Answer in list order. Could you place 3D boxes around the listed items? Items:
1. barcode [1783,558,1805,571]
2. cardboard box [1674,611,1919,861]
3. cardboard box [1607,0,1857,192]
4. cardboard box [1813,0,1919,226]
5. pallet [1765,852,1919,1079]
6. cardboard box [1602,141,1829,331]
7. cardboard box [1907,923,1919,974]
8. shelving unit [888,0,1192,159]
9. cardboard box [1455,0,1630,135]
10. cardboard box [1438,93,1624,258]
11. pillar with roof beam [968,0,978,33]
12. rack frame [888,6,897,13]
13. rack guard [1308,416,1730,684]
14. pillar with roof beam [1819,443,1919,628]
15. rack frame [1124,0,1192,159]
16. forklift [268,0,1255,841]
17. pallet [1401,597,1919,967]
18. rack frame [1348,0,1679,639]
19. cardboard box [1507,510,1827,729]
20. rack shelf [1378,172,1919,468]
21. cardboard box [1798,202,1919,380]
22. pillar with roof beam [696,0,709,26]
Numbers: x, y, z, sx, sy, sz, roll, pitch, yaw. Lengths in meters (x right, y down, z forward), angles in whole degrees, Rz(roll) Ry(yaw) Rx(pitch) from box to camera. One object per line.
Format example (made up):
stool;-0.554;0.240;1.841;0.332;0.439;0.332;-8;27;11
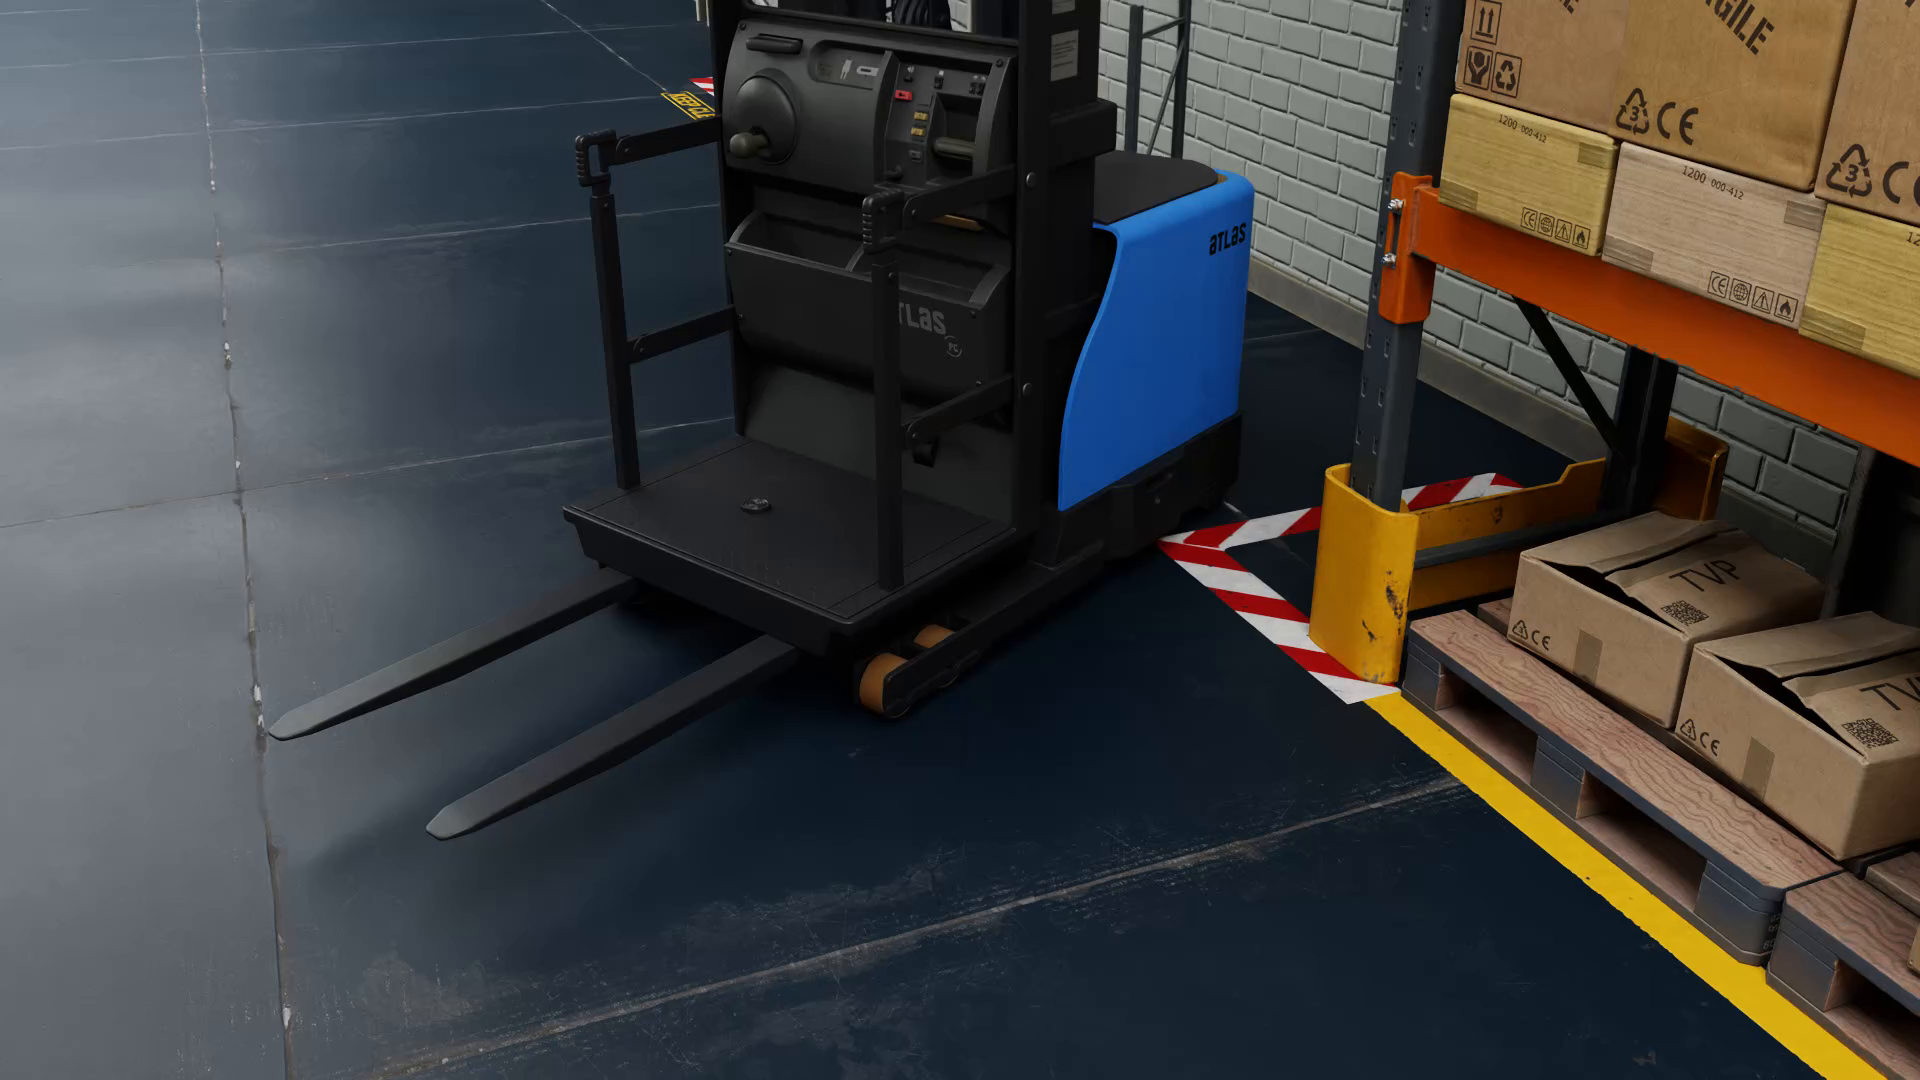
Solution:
barcode;2.102;0.087;4.205;0.001;0.075;0.075;-11;28;-21
cardboard box;1.950;0.383;3.610;0.500;0.311;0.500;-8;27;-16
cardboard box;1.634;-0.985;3.143;0.500;0.500;0.500;-10;28;-20
cardboard box;1.830;-0.776;2.713;0.500;0.500;0.500;-12;28;-22
pallet;2.328;0.957;3.049;1.003;0.211;1.213;-11;28;-21
cardboard box;1.654;-0.635;3.280;0.500;0.250;0.500;-11;28;-22
cardboard box;2.192;0.603;2.944;0.700;0.500;0.500;-12;29;-24
shelving unit;0.223;-1.240;6.080;1.048;1.500;0.538;13;29;24
cardboard box;1.449;-1.187;3.555;0.500;0.500;0.500;-11;28;-21
cardboard box;1.438;-0.842;3.705;0.500;0.250;0.500;-11;28;-22
pillar with roof beam;-3.702;-5.397;6.047;9.100;9.000;0.400;-11;28;-21
rack frame;-0.228;-1.342;6.289;0.032;1.500;0.500;13;29;24
rack guard;1.569;0.002;4.677;1.175;0.500;0.348;-11;28;-21
pillar with roof beam;-1.352;-2.975;1.086;9.100;9.000;0.400;-11;28;-21
rack frame;0.675;-1.137;5.870;0.032;1.500;0.500;13;29;24
forklift;-0.393;-1.102;4.167;1.130;2.935;3.031;19;32;34
pallet;1.854;0.465;4.056;1.003;0.211;1.213;-11;28;-21
rack frame;1.539;-1.152;4.191;1.000;3.000;0.127;-11;28;-21
cardboard box;1.727;0.153;4.081;0.500;0.311;0.500;-14;29;-26
rack shelf;2.322;-0.022;2.696;1.077;0.370;4.000;-11;28;-21
cardboard box;1.848;-0.429;2.857;0.500;0.250;0.500;-11;28;-21
pillar with roof beam;-6.051;-7.819;11.008;9.100;9.000;0.400;-11;28;-21
